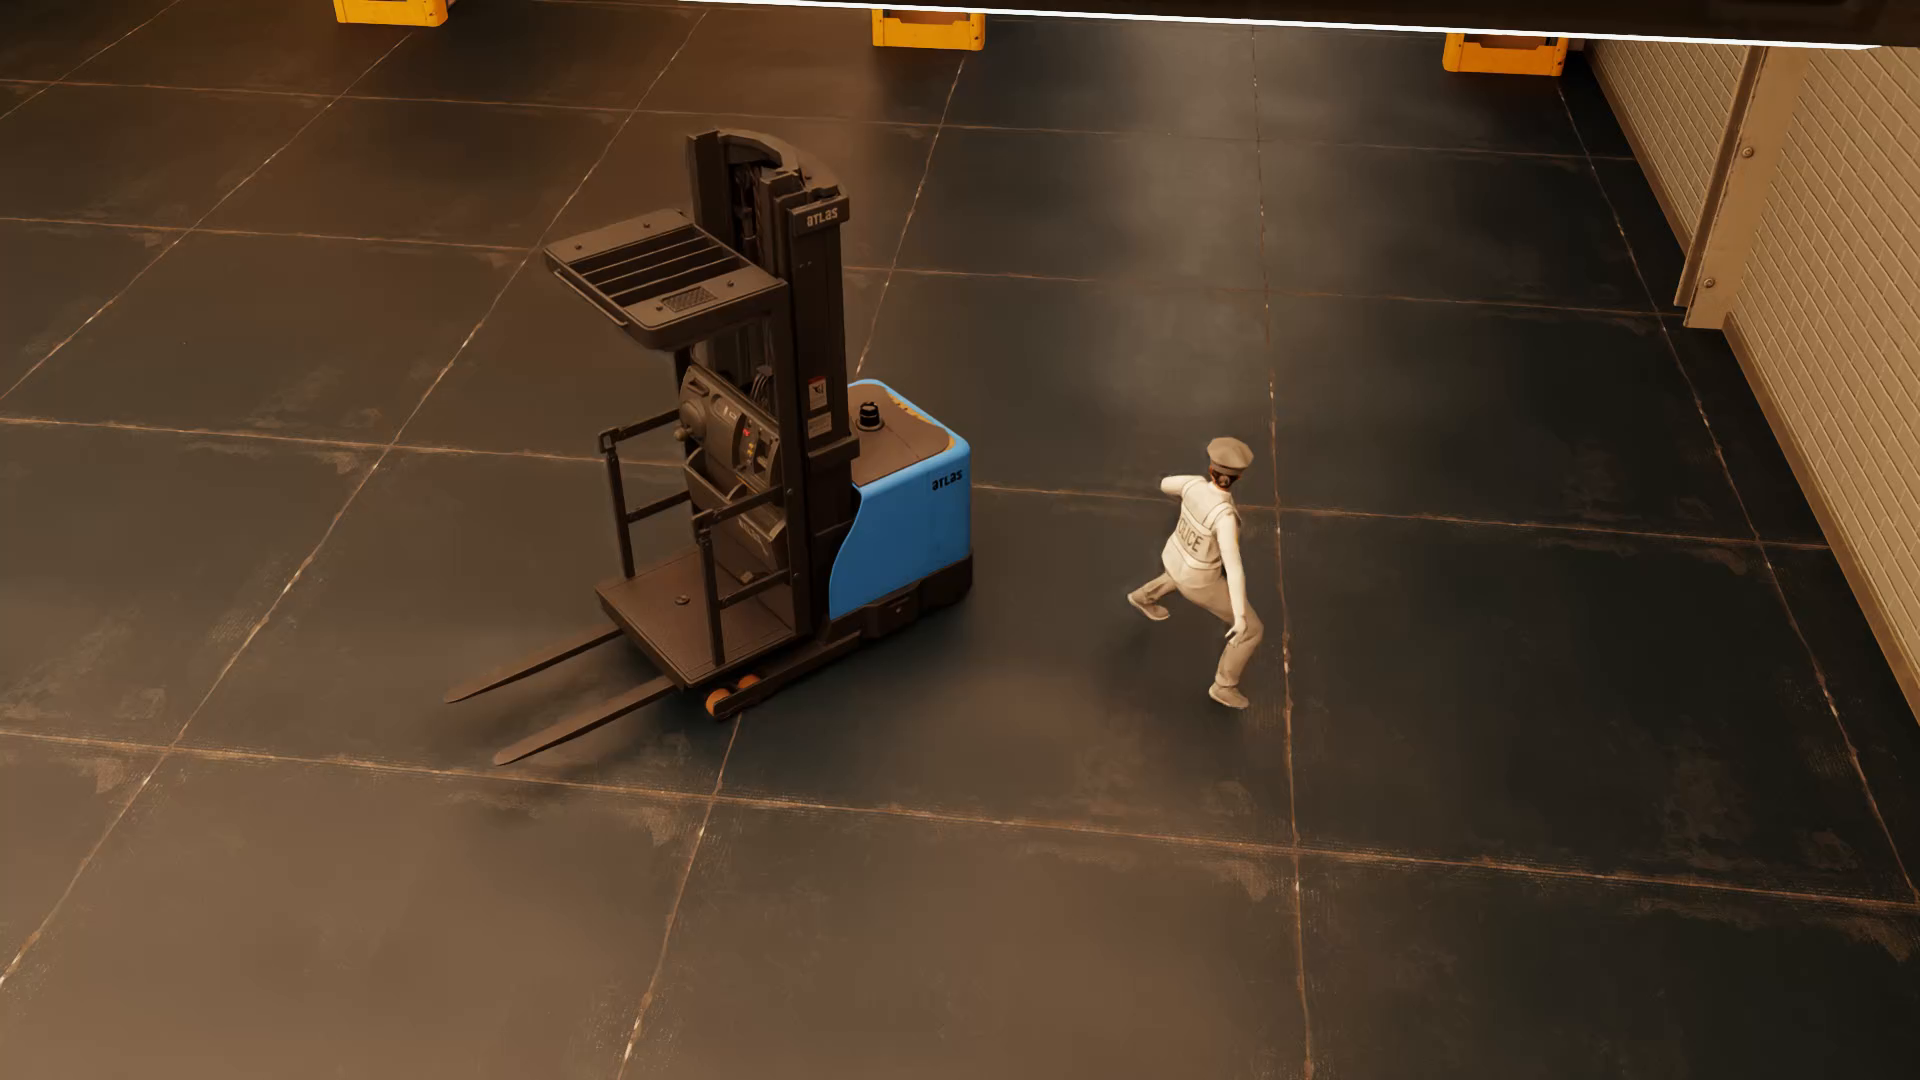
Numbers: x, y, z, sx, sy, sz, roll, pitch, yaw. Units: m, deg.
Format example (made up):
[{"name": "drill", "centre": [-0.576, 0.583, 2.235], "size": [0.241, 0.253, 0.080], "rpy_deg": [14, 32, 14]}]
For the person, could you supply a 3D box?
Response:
[{"name": "person", "centre": [1.351, 0.173, 9.044], "size": [0.472, 1.562, 1.077], "rpy_deg": [-11, 38, -15]}]

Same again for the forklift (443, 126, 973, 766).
[{"name": "forklift", "centre": [-1.397, -0.549, 8.775], "size": [3.031, 2.935, 1.130], "rpy_deg": [-25, 43, -30]}]
